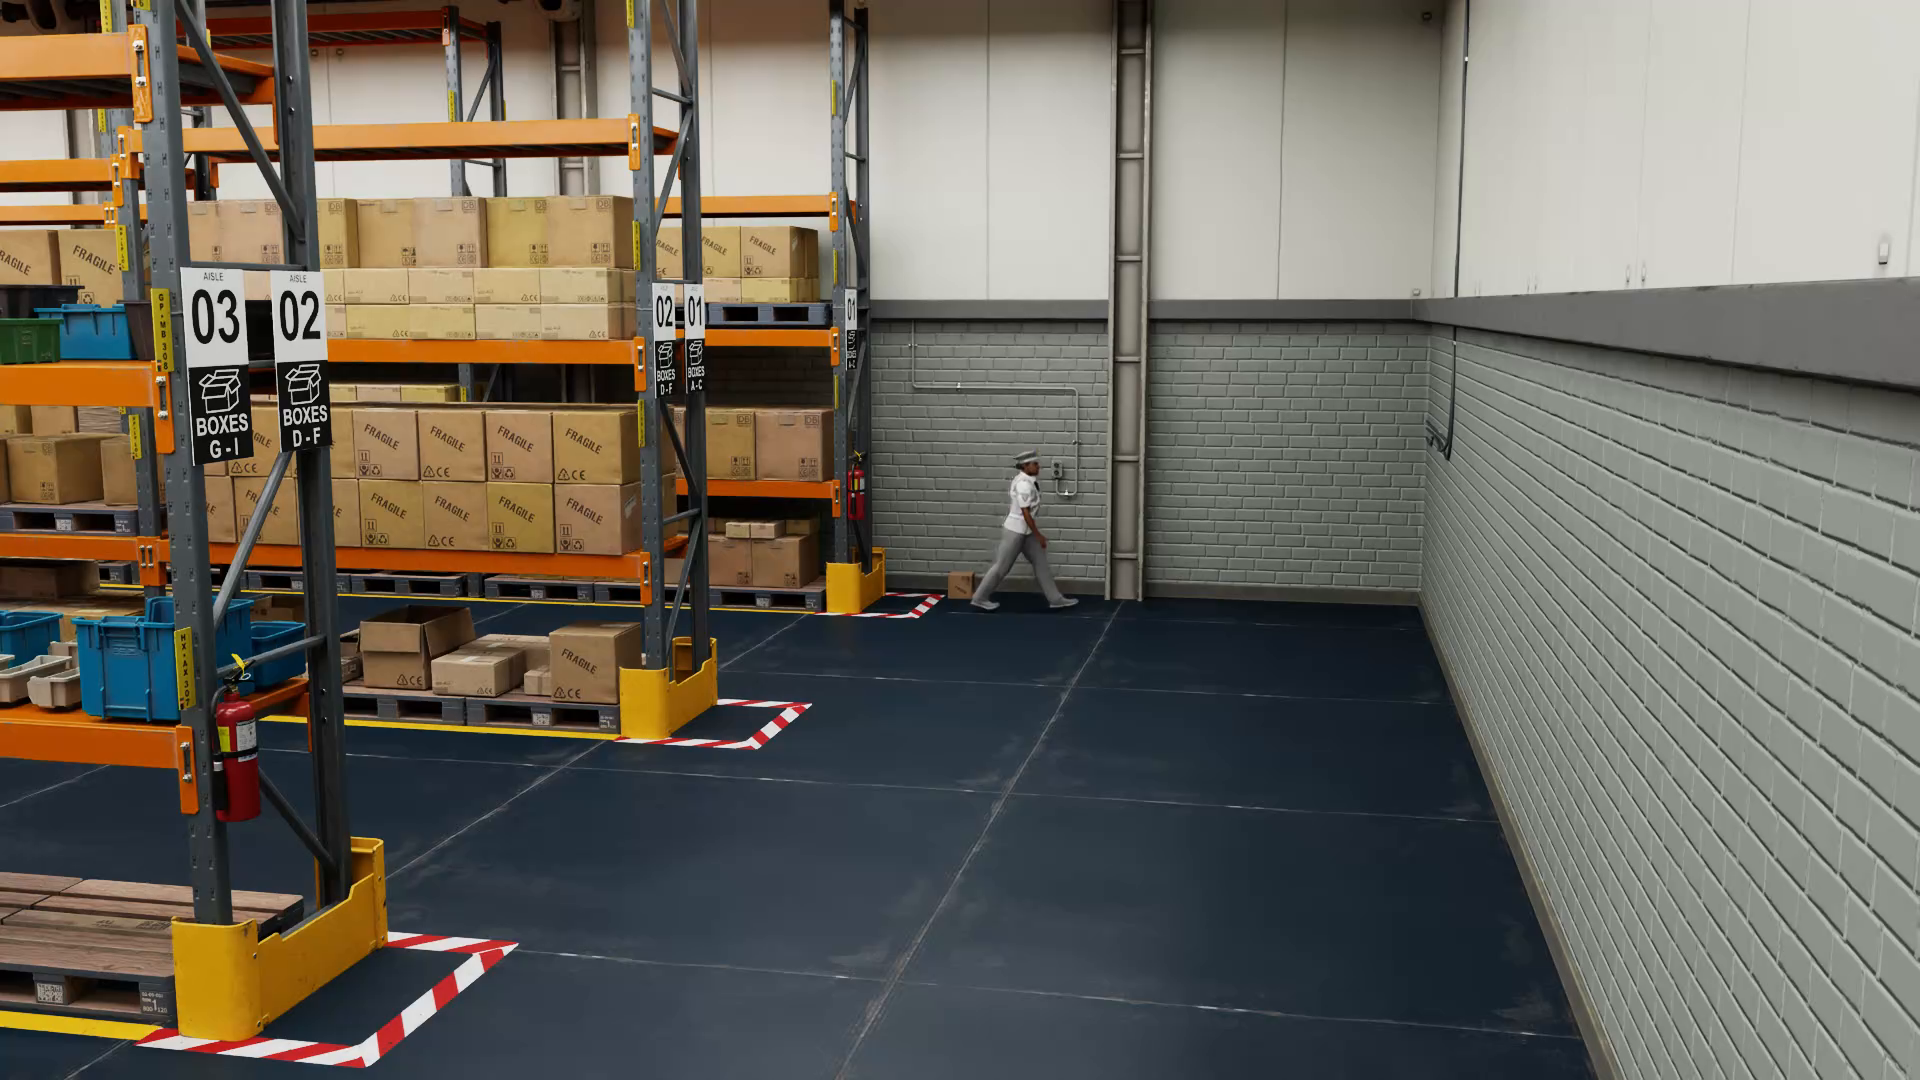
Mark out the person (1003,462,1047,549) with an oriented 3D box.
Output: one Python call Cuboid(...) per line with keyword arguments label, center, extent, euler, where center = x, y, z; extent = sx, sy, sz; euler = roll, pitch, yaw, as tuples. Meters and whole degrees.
Cuboid(label="person", center=(0.629, -0.400, 16.407), extent=(0.516, 0.952, 0.484), euler=(2, 8, 11))
